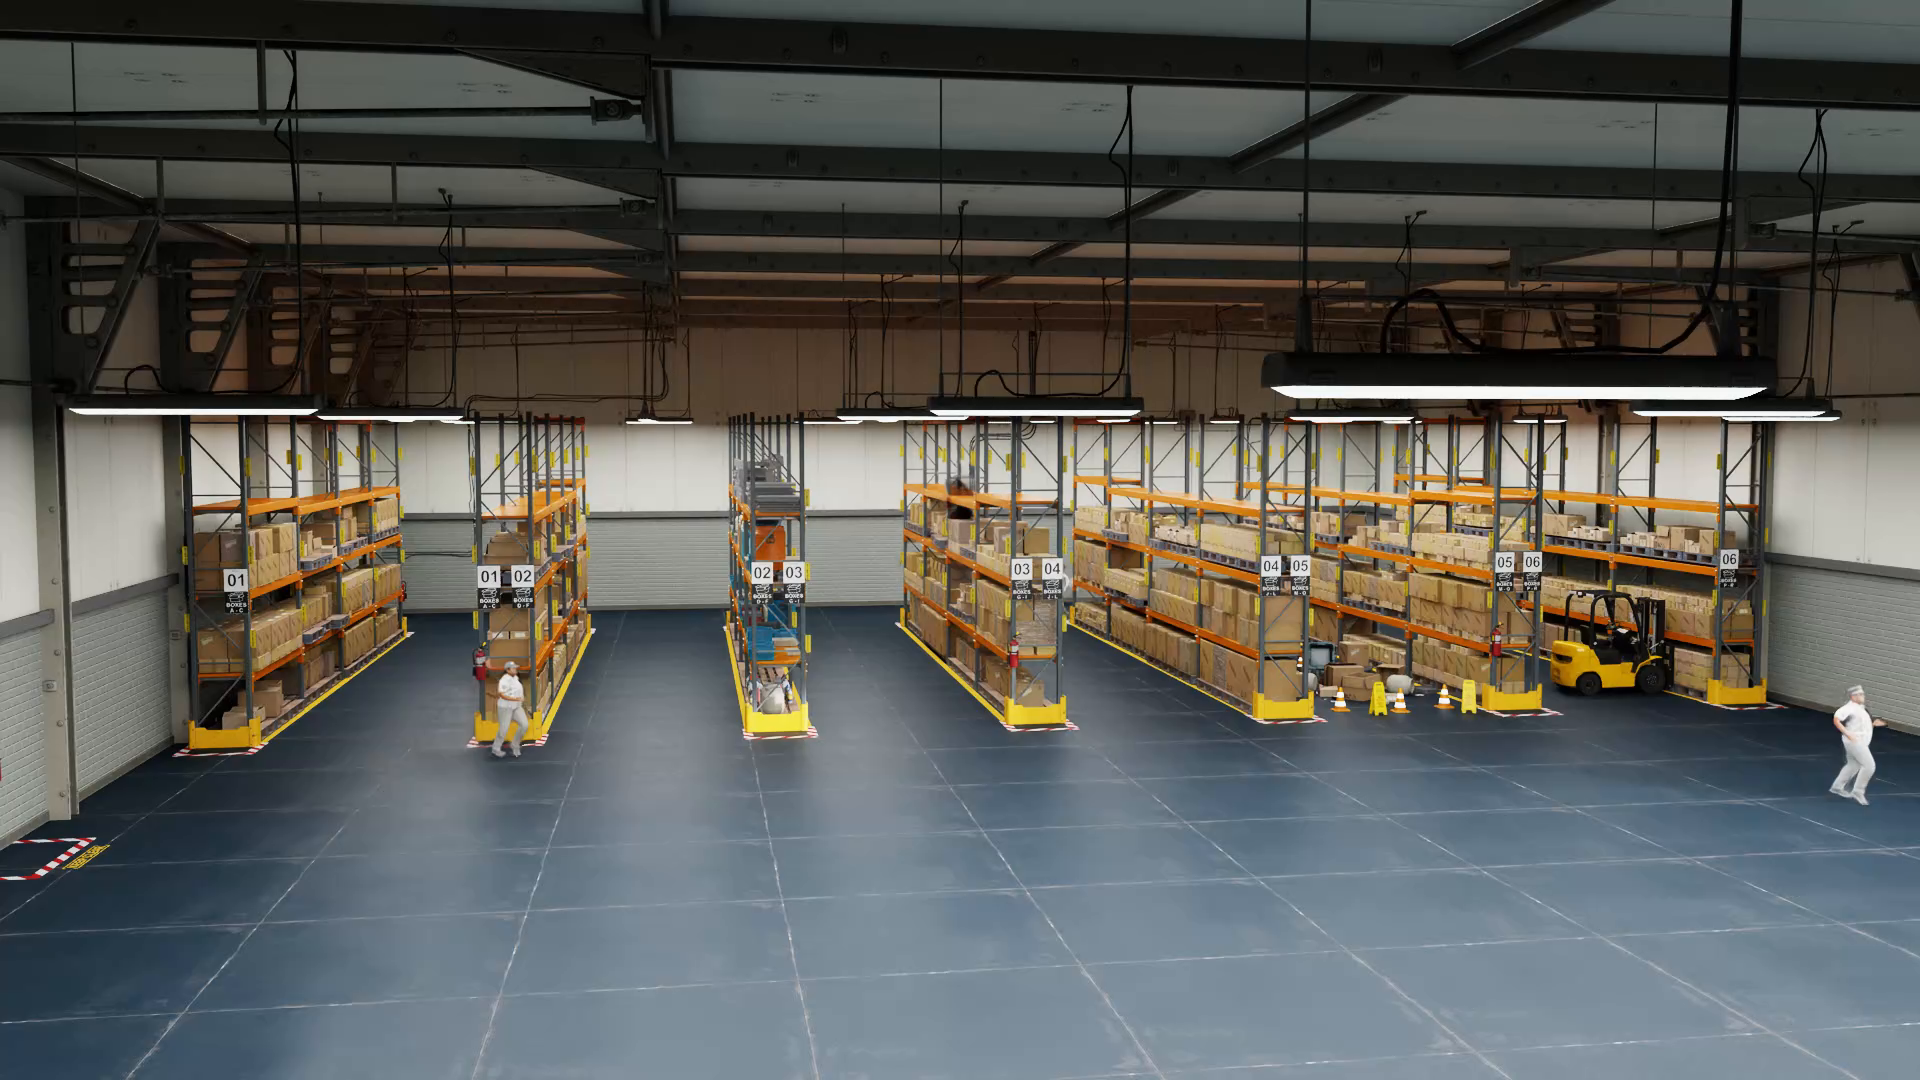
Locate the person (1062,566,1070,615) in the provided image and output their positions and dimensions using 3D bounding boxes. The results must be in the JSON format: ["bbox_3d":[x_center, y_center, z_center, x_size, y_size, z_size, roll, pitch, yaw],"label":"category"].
[{"bbox_3d":[2.880,1.526,49.708,0.788,1.656,0.611,-1,4,-9],"label":"person"}]

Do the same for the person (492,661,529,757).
[{"bbox_3d":[-7.781,2.941,28.871,0.678,1.681,0.623,2,4,27],"label":"person"}]

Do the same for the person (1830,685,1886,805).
[{"bbox_3d":[13.683,3.125,25.347,0.725,1.844,0.633,3,5,36],"label":"person"}]
